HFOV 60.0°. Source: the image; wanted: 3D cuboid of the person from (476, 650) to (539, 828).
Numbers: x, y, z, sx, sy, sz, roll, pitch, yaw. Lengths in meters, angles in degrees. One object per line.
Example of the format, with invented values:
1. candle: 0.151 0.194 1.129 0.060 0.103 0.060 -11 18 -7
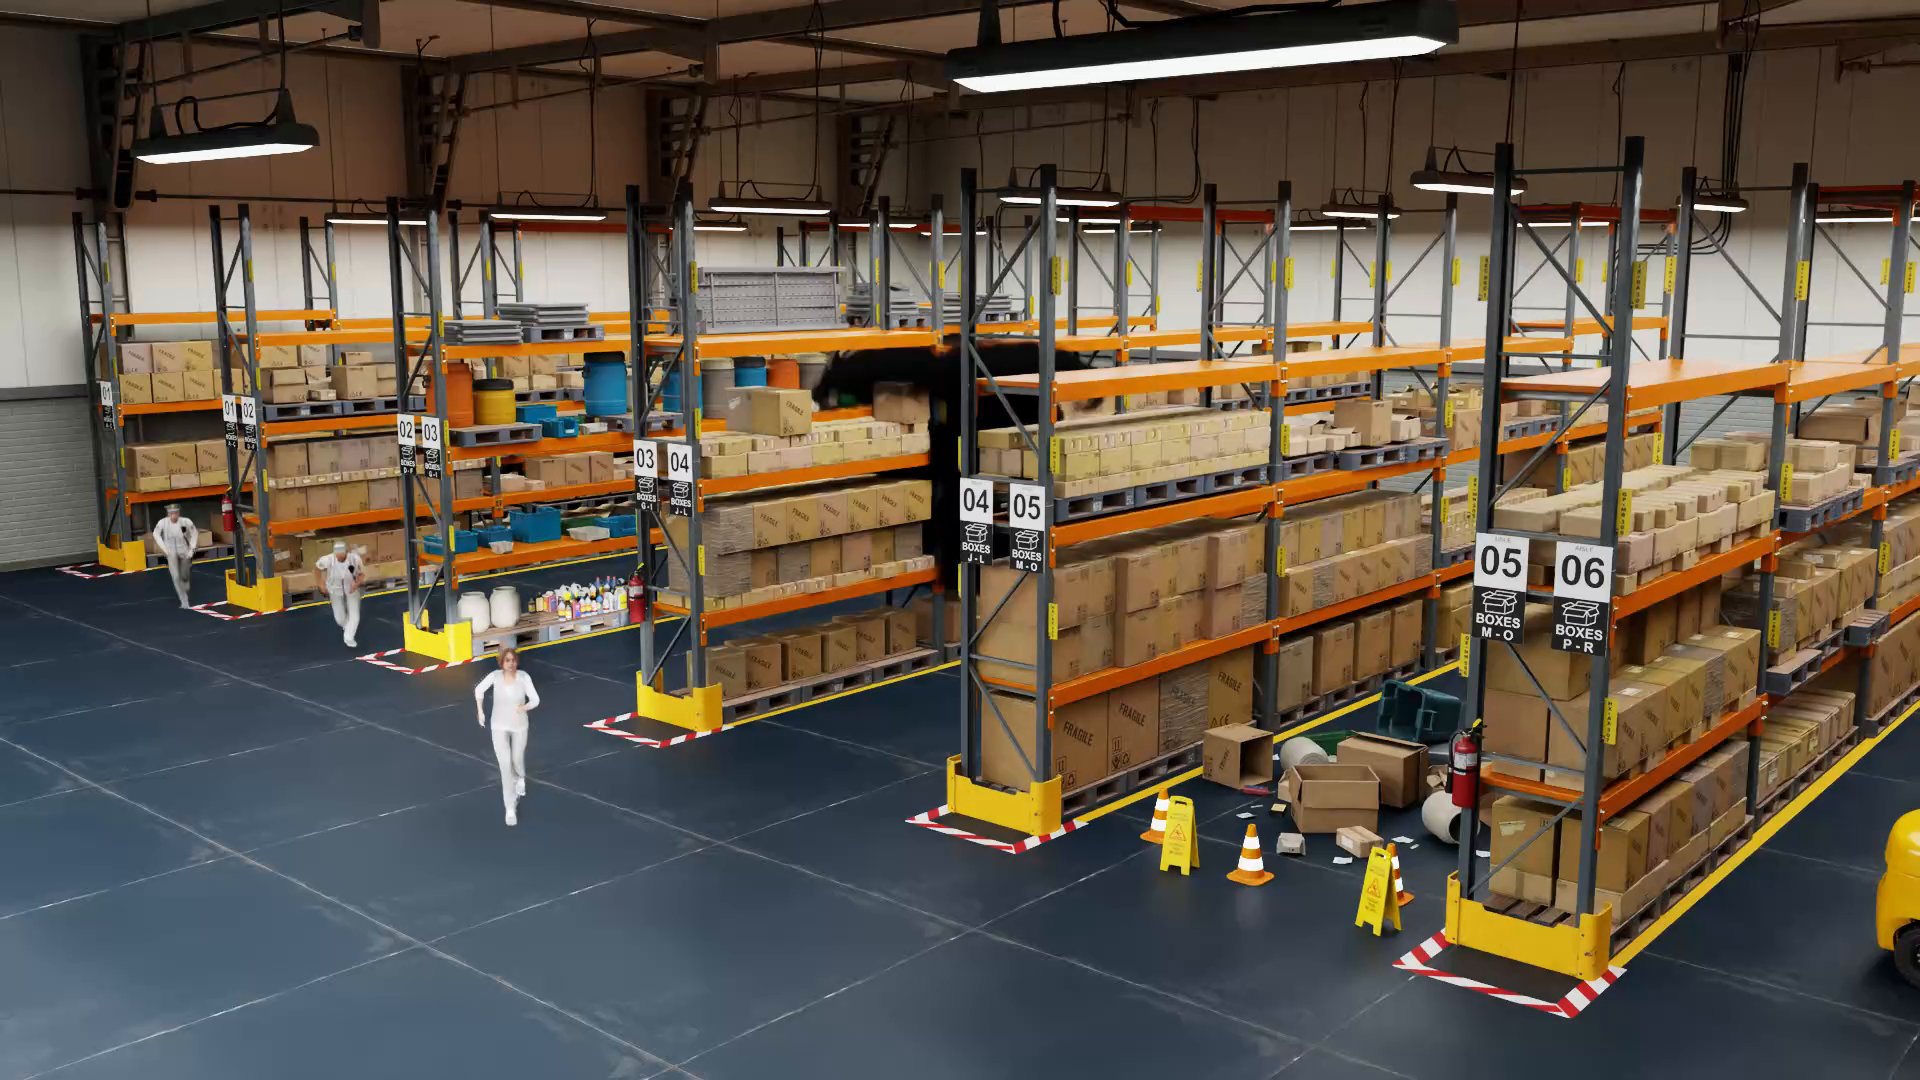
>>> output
1. person: -4.245 1.799 15.646 0.562 1.608 0.893 -3 10 -19

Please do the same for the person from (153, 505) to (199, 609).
1. person: -11.859 0.225 25.215 0.613 1.627 0.775 -3 10 -16

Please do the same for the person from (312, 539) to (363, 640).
1. person: -8.247 0.674 22.084 0.636 1.460 0.782 -3 10 -16
